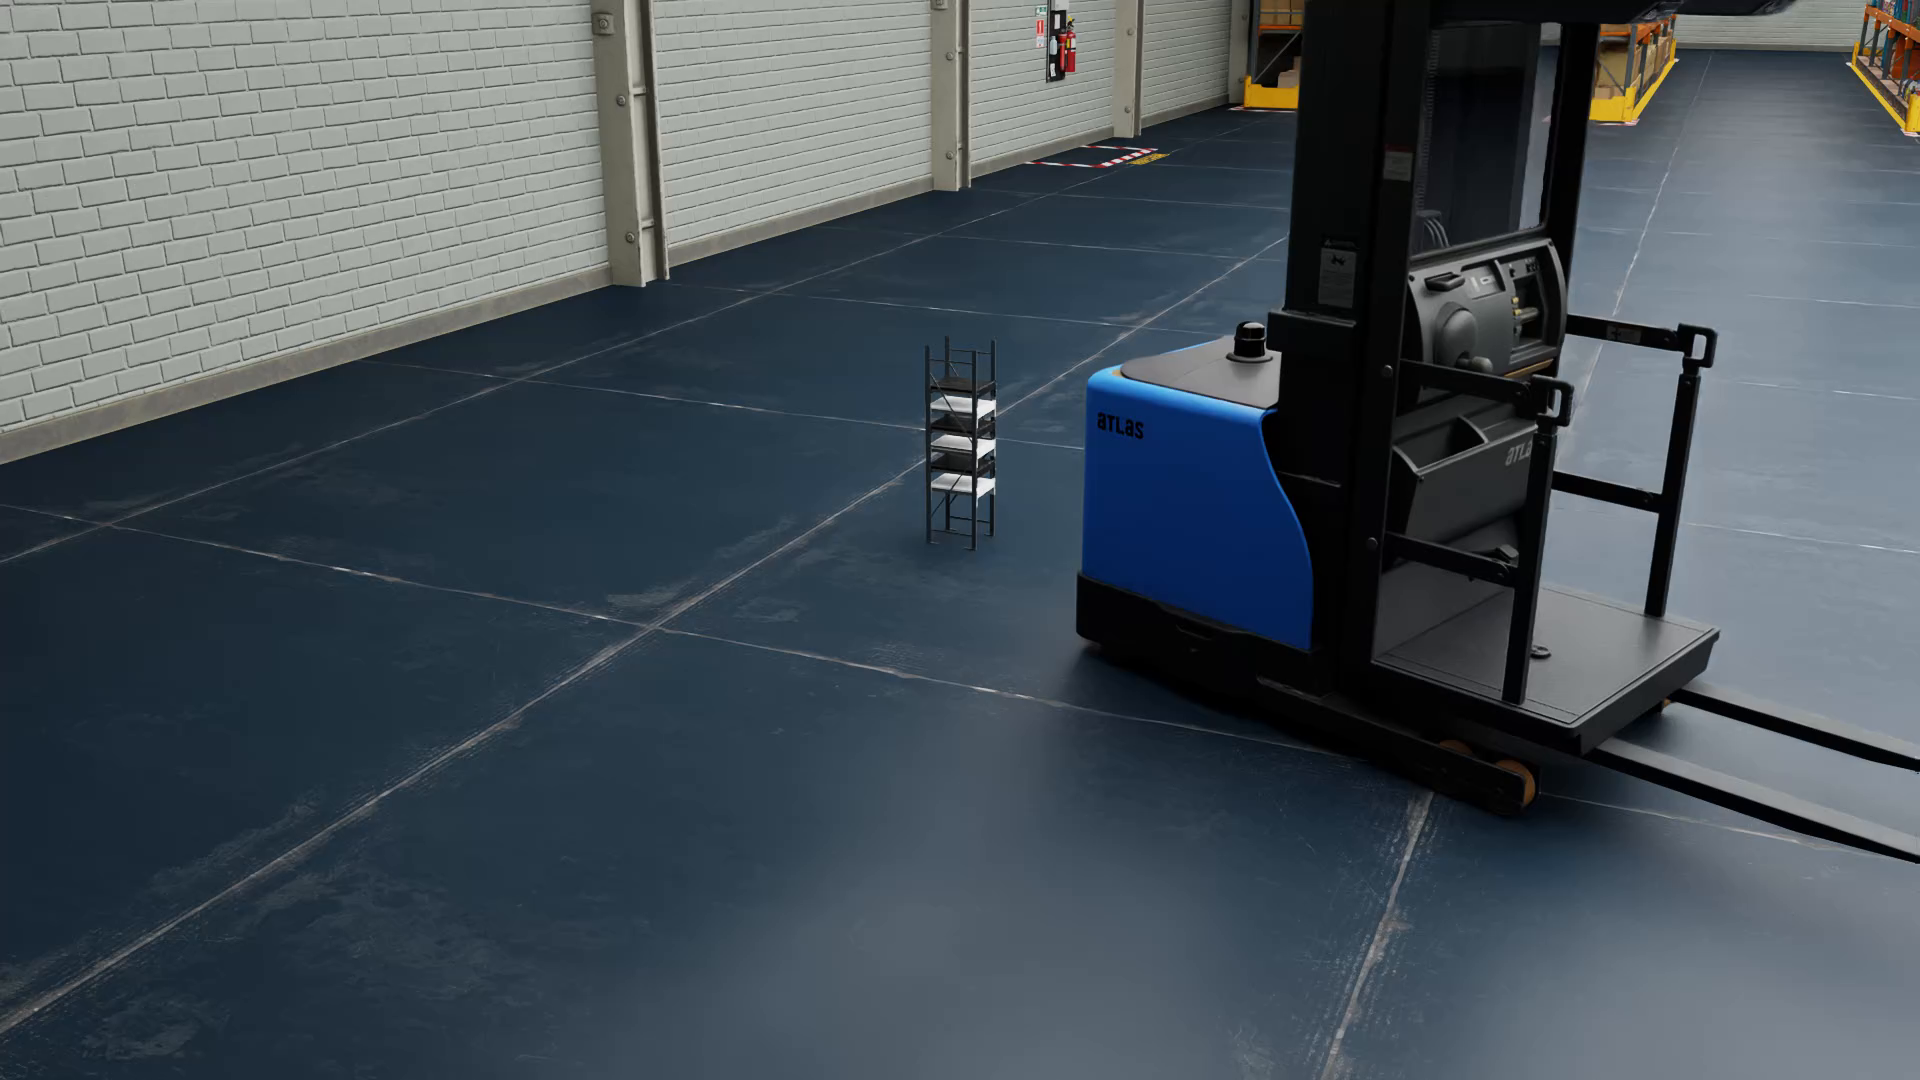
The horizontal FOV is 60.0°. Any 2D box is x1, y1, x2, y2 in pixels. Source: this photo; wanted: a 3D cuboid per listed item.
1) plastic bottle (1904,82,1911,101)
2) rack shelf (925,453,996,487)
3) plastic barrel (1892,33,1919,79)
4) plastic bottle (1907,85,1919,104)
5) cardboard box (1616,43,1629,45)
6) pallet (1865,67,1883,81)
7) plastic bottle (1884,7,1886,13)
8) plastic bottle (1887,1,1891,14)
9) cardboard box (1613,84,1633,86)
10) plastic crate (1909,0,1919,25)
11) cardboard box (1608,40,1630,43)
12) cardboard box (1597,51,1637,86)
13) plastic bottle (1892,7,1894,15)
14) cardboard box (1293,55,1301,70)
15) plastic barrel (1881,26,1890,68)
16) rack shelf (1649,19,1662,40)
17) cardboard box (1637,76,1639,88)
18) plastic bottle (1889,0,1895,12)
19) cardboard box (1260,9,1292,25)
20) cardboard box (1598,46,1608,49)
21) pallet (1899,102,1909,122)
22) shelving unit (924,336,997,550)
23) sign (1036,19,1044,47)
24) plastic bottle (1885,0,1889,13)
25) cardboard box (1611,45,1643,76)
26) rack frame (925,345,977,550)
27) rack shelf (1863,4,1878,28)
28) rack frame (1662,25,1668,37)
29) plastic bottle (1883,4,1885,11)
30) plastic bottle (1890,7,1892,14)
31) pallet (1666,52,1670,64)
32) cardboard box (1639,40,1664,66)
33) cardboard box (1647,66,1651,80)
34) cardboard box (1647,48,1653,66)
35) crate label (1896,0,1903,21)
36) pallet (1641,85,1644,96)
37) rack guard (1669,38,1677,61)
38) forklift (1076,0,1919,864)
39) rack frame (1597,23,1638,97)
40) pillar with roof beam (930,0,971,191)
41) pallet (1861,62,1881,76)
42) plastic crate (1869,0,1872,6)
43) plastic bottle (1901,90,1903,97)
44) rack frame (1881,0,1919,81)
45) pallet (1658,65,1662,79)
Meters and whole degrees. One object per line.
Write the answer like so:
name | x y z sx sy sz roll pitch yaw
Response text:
plastic bottle | 15.101 -7.148 26.489 0.061 0.283 0.133 10 22 25
rack shelf | 0.003 -0.310 7.366 0.258 0.077 0.200 9 21 23
plastic barrel | 17.816 -9.063 31.088 0.600 0.830 0.708 9 21 23
plastic bottle | 14.892 -6.952 25.947 0.152 0.276 0.135 8 21 21
cardboard box | 13.283 -9.764 33.522 0.500 0.500 0.500 9 22 25
pallet | 18.915 -9.415 33.626 1.003 0.211 1.213 9 21 23
plastic bottle | 18.430 -10.573 33.018 0.097 0.201 0.097 0 20 0
plastic bottle | 18.109 -10.384 32.265 0.144 0.351 0.185 9 21 23
cardboard box | 10.462 -7.160 26.603 0.500 0.250 0.500 9 21 23
plastic crate | 15.912 -8.733 27.453 0.402 0.464 0.583 9 21 23
cardboard box | 13.302 -10.135 33.446 0.500 0.250 0.500 9 22 25
cardboard box | 10.463 -7.513 26.476 0.500 0.500 0.500 9 21 23
plastic bottle | 17.606 -9.957 31.288 0.097 0.201 0.097 0 20 0
cardboard box | 6.262 -8.270 29.320 0.700 0.500 0.500 7 21 19
plastic barrel | 19.031 -10.004 33.627 0.600 0.901 0.708 9 21 23
rack shelf | 12.295 -9.466 30.684 1.077 0.370 4.000 9 21 23
cardboard box | 11.272 -7.773 28.326 0.500 0.250 0.500 9 21 23
plastic bottle | 17.979 -10.287 31.992 0.144 0.351 0.185 9 21 23
cardboard box | 5.332 -8.758 27.812 0.500 0.250 0.500 9 21 23
cardboard box | 10.591 -8.045 27.971 0.500 0.500 0.500 9 21 23
pallet | 15.182 -6.625 25.783 1.003 0.211 1.213 9 21 23
shelving unit | 0.003 -0.426 7.325 0.258 0.900 0.210 9 21 23
sign | 0.990 -6.260 20.541 0.001 0.329 0.234 9 21 23
plastic bottle | 18.353 -10.528 32.780 0.152 0.276 0.135 9 21 23
cardboard box | 11.270 -8.127 28.201 0.500 0.500 0.500 9 21 23
rack frame | -0.038 -0.395 7.238 0.240 0.900 0.006 9 21 23
rack shelf | 20.088 -11.231 35.646 1.077 0.370 4.000 9 21 23
rack frame | 14.752 -11.639 35.721 1.000 3.000 0.127 9 21 23
plastic bottle | 18.605 -10.736 33.373 0.097 0.271 0.097 0 20 0
plastic bottle | 17.805 -10.106 31.706 0.097 0.201 0.097 0 20 0
pallet | 16.033 -11.281 38.875 1.003 0.211 1.213 9 21 23
cardboard box | 14.189 -10.020 34.241 0.500 0.500 0.500 8 21 21
cardboard box | 12.496 -8.656 30.808 0.500 0.250 0.500 9 21 24
cardboard box | 12.501 -8.923 30.722 0.500 0.311 0.500 9 22 24
crate label | 16.978 -9.486 29.612 0.502 0.435 0.616 9 21 23
pallet | 11.742 -8.111 29.960 1.003 0.211 1.213 9 21 23
rack guard | 16.359 -11.661 39.513 1.175 0.500 0.348 9 21 23
forklift | 1.834 -0.733 5.157 1.130 2.935 3.031 -18 27 -42
rack frame | 9.838 -7.971 25.406 1.000 3.000 0.127 9 21 23
pillar with roof beam | 3.828 -7.550 15.268 9.100 9.000 0.400 9 21 23
pallet | 19.535 -9.875 34.921 1.003 0.211 1.213 9 21 23
plastic crate | 20.021 -11.761 36.367 0.250 0.136 0.298 9 21 23
plastic bottle | 15.380 -7.302 27.045 0.097 0.201 0.097 0 20 0
rack frame | 17.631 -9.736 30.368 1.000 3.000 0.127 9 21 23
pallet | 13.955 -9.697 34.422 1.003 0.211 1.213 9 21 23
